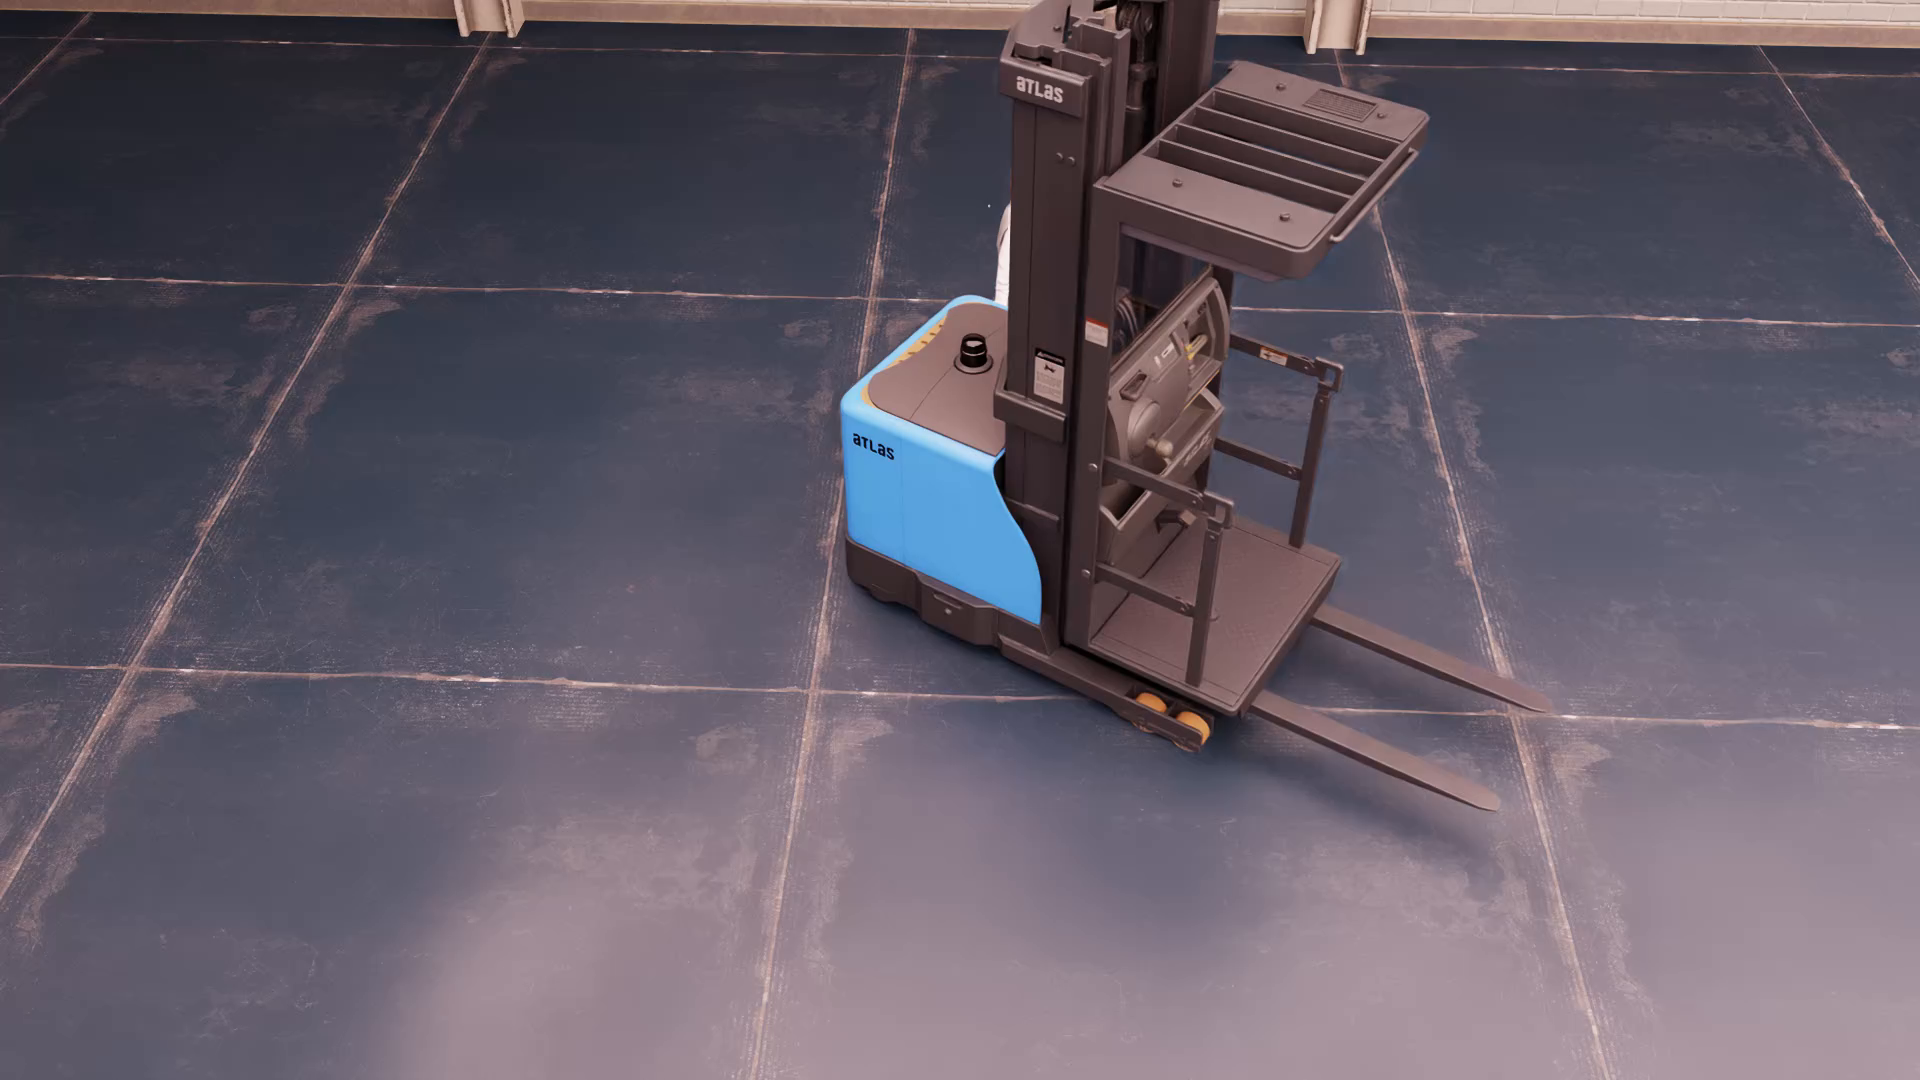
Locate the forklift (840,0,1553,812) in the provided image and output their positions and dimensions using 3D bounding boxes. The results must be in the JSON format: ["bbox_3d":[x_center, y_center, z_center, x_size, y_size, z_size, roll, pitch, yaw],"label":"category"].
[{"bbox_3d":[0.993,-0.613,6.413,3.031,2.935,1.130,24,47,24],"label":"forklift"}]

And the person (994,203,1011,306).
[{"bbox_3d":[0.290,-1.117,8.022,0.434,1.523,0.740,11,44,12],"label":"person"}]
